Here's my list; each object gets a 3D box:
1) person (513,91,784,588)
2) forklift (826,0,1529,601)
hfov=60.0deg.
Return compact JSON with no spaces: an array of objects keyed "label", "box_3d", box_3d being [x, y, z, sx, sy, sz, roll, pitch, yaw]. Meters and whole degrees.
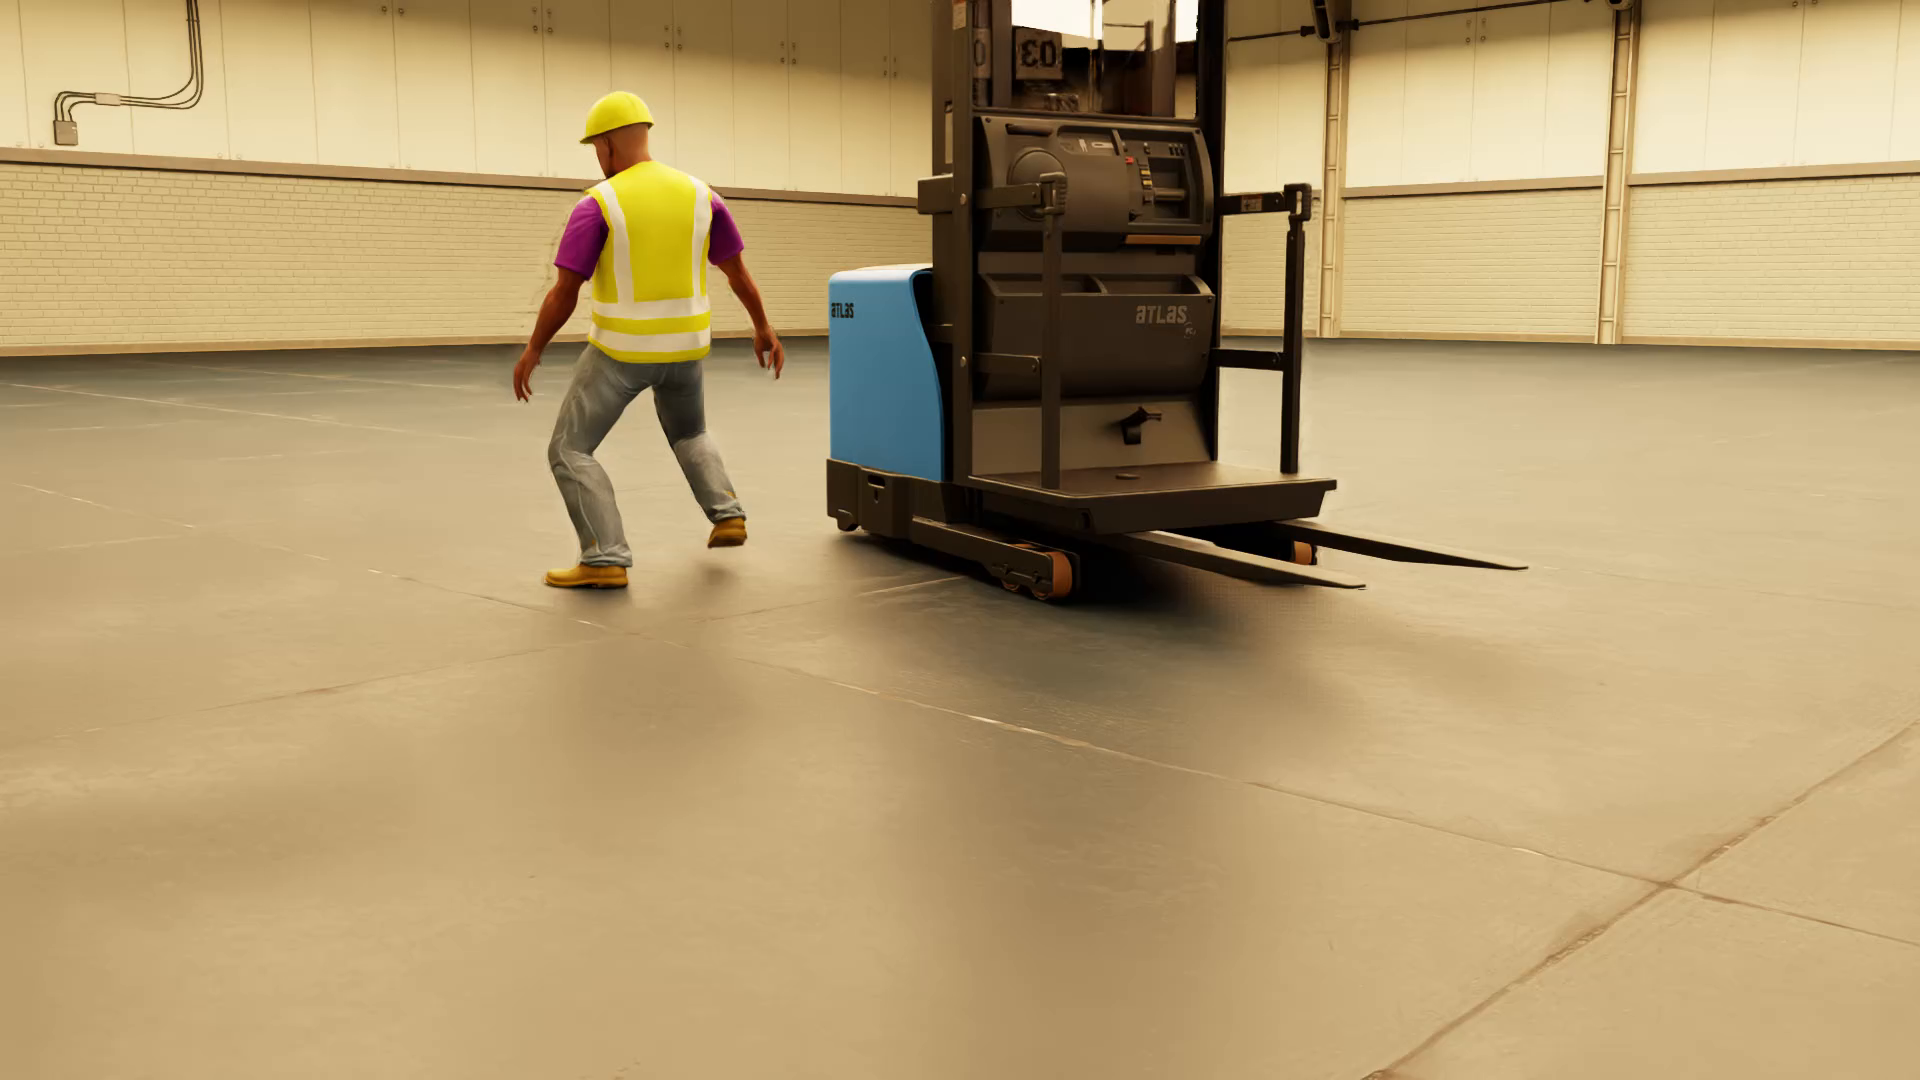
[{"label":"person","box_3d":[-1.092,-0.704,5.830,0.954,1.668,0.488,-6,10,-35]},{"label":"forklift","box_3d":[0.597,-1.327,5.688,1.130,2.935,3.031,-5,10,-28]}]
